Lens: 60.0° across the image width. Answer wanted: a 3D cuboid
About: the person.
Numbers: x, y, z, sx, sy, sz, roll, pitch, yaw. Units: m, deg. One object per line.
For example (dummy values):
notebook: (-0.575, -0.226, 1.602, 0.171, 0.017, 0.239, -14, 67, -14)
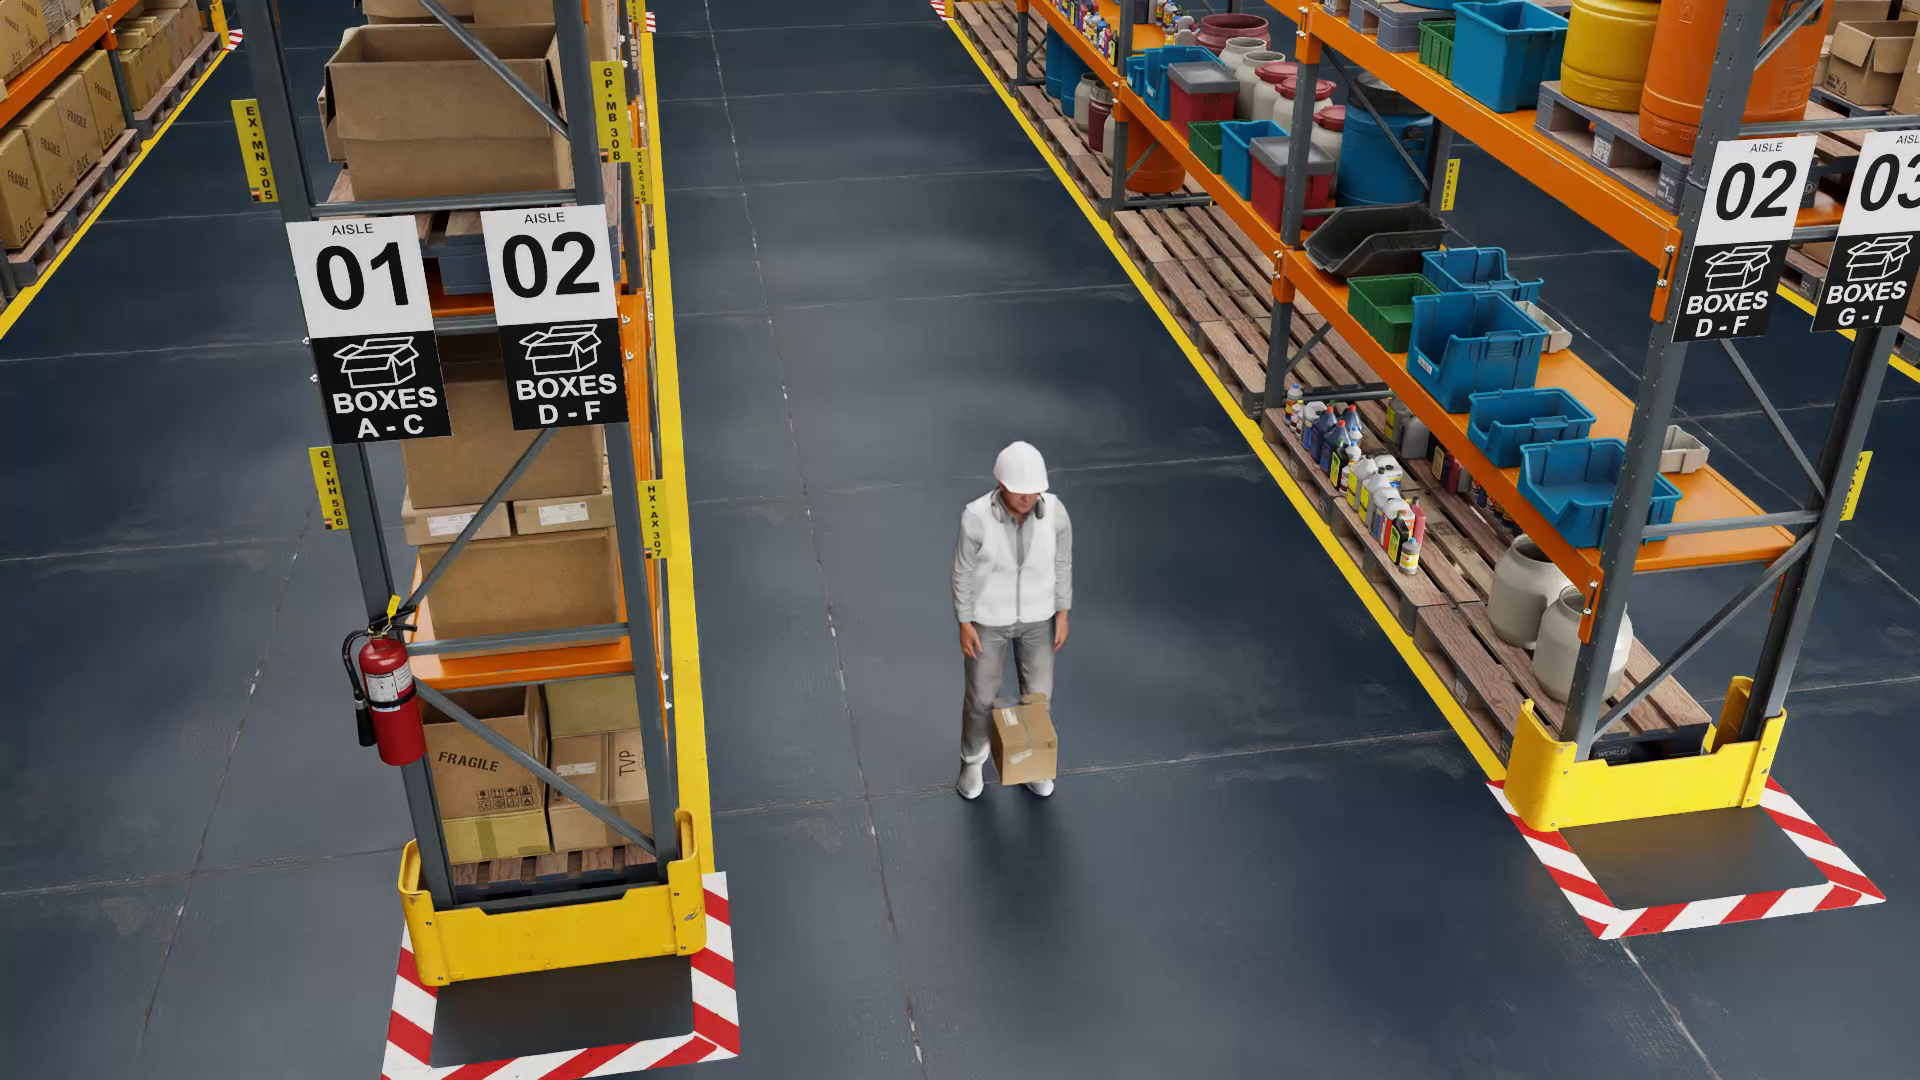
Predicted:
person: (0.246, 0.349, 7.519, 0.588, 1.771, 0.465, -6, 31, -10)
